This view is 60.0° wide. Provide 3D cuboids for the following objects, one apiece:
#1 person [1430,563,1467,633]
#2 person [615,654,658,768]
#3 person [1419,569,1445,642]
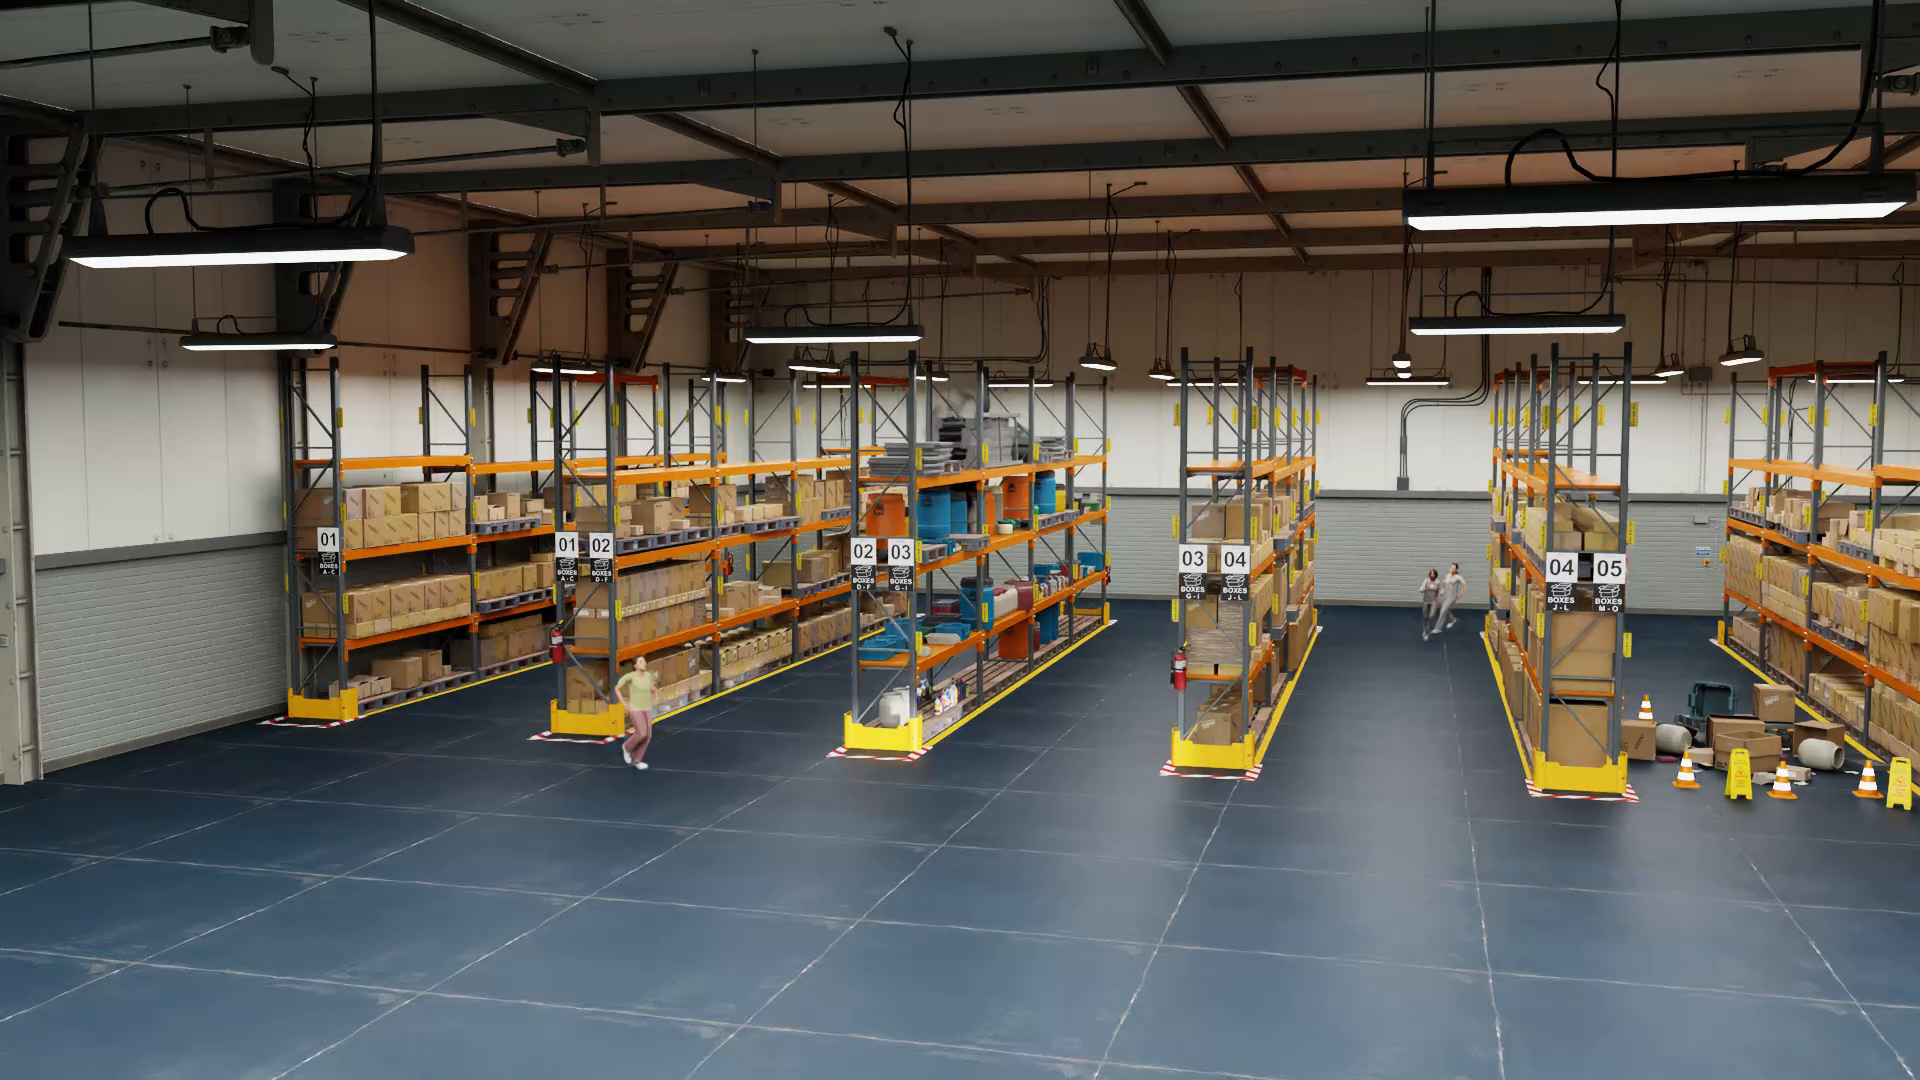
[{"bbox_3d":[11.388,1.343,38.583,0.920,1.626,0.627,-3,5,-35],"label":"person"},{"bbox_3d":[-4.548,2.444,23.683,0.514,1.638,0.624,4,6,44],"label":"person"},{"bbox_3d":[10.611,1.472,37.438,0.540,1.618,0.710,2,5,25],"label":"person"}]
